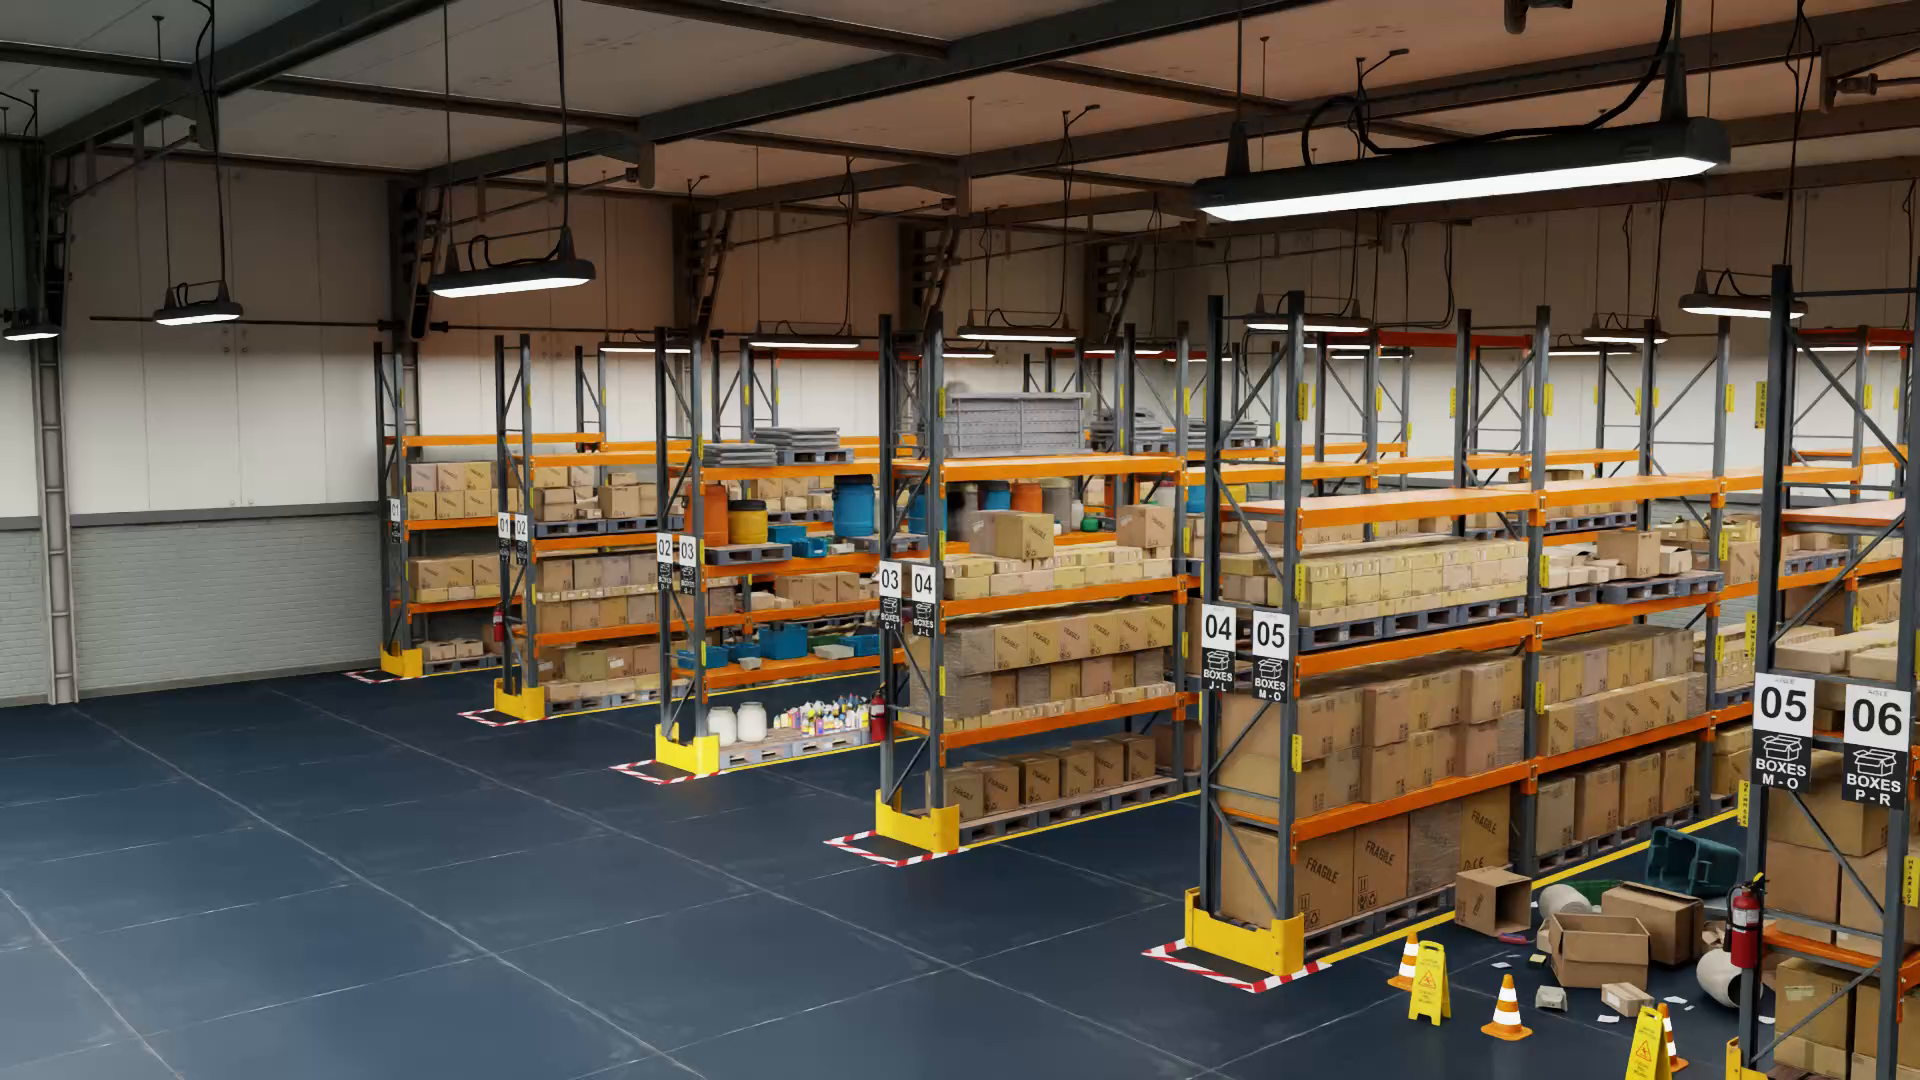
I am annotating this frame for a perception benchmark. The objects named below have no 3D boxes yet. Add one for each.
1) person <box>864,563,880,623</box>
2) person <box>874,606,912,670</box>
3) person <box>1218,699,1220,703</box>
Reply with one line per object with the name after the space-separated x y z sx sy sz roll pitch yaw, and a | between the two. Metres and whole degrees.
-1.652 1.277 33.261 0.778 1.765 0.711 -4 7 -39 | person
-1.032 1.482 27.634 0.657 1.786 0.863 4 6 36 | person
3.928 1.784 25.721 0.574 1.771 0.758 5 7 45 | person
